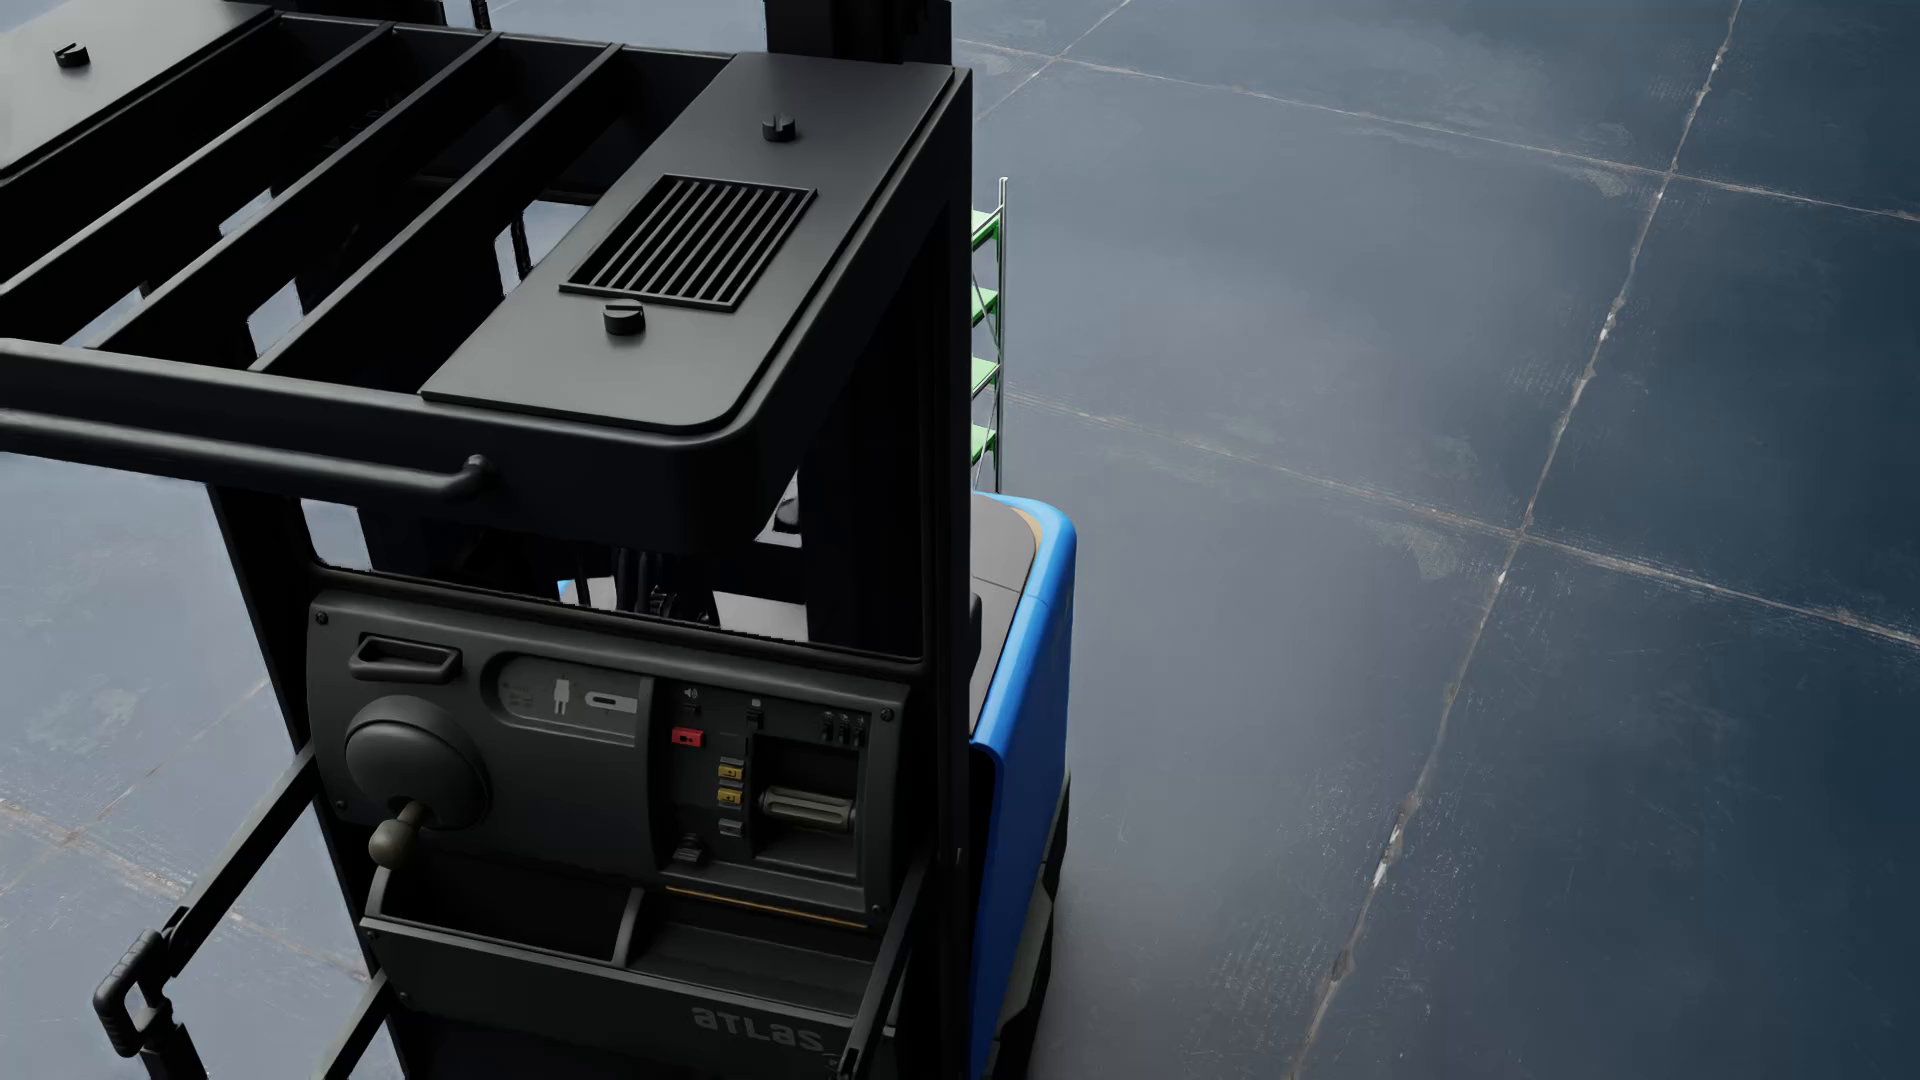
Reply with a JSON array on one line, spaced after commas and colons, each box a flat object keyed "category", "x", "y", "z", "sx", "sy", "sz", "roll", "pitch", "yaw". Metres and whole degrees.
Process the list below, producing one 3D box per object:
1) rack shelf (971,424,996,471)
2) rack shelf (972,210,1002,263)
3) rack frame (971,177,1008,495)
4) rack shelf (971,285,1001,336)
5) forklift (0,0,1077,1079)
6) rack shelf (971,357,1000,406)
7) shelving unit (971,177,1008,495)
[{"category": "rack shelf", "x": -0.147, "y": -0.282, "z": 5.132, "sx": 0.480, "sy": 0.148, "sz": 0.258, "roll": 17, "pitch": 41, "yaw": 21}, {"category": "rack shelf", "x": -0.147, "y": -0.855, "z": 4.696, "sx": 0.480, "sy": 0.148, "sz": 0.258, "roll": 17, "pitch": 41, "yaw": 21}, {"category": "rack frame", "x": 0.070, "y": -0.456, "z": 4.858, "sx": 0.015, "sy": 1.200, "sz": 0.240, "roll": 17, "pitch": 41, "yaw": 21}, {"category": "rack shelf", "x": -0.147, "y": -0.664, "z": 4.841, "sx": 0.480, "sy": 0.148, "sz": 0.258, "roll": 17, "pitch": 41, "yaw": 21}, {"category": "forklift", "x": -0.585, "y": 0.404, "z": 2.294, "sx": 1.130, "sy": 2.935, "sz": 3.031, "roll": 8, "pitch": 38, "yaw": 11}, {"category": "rack shelf", "x": -0.147, "y": -0.473, "z": 4.987, "sx": 0.480, "sy": 0.148, "sz": 0.258, "roll": 17, "pitch": 41, "yaw": 21}, {"category": "shelving unit", "x": -0.147, "y": -0.524, "z": 4.948, "sx": 0.503, "sy": 1.200, "sz": 0.258, "roll": 17, "pitch": 41, "yaw": 21}]
